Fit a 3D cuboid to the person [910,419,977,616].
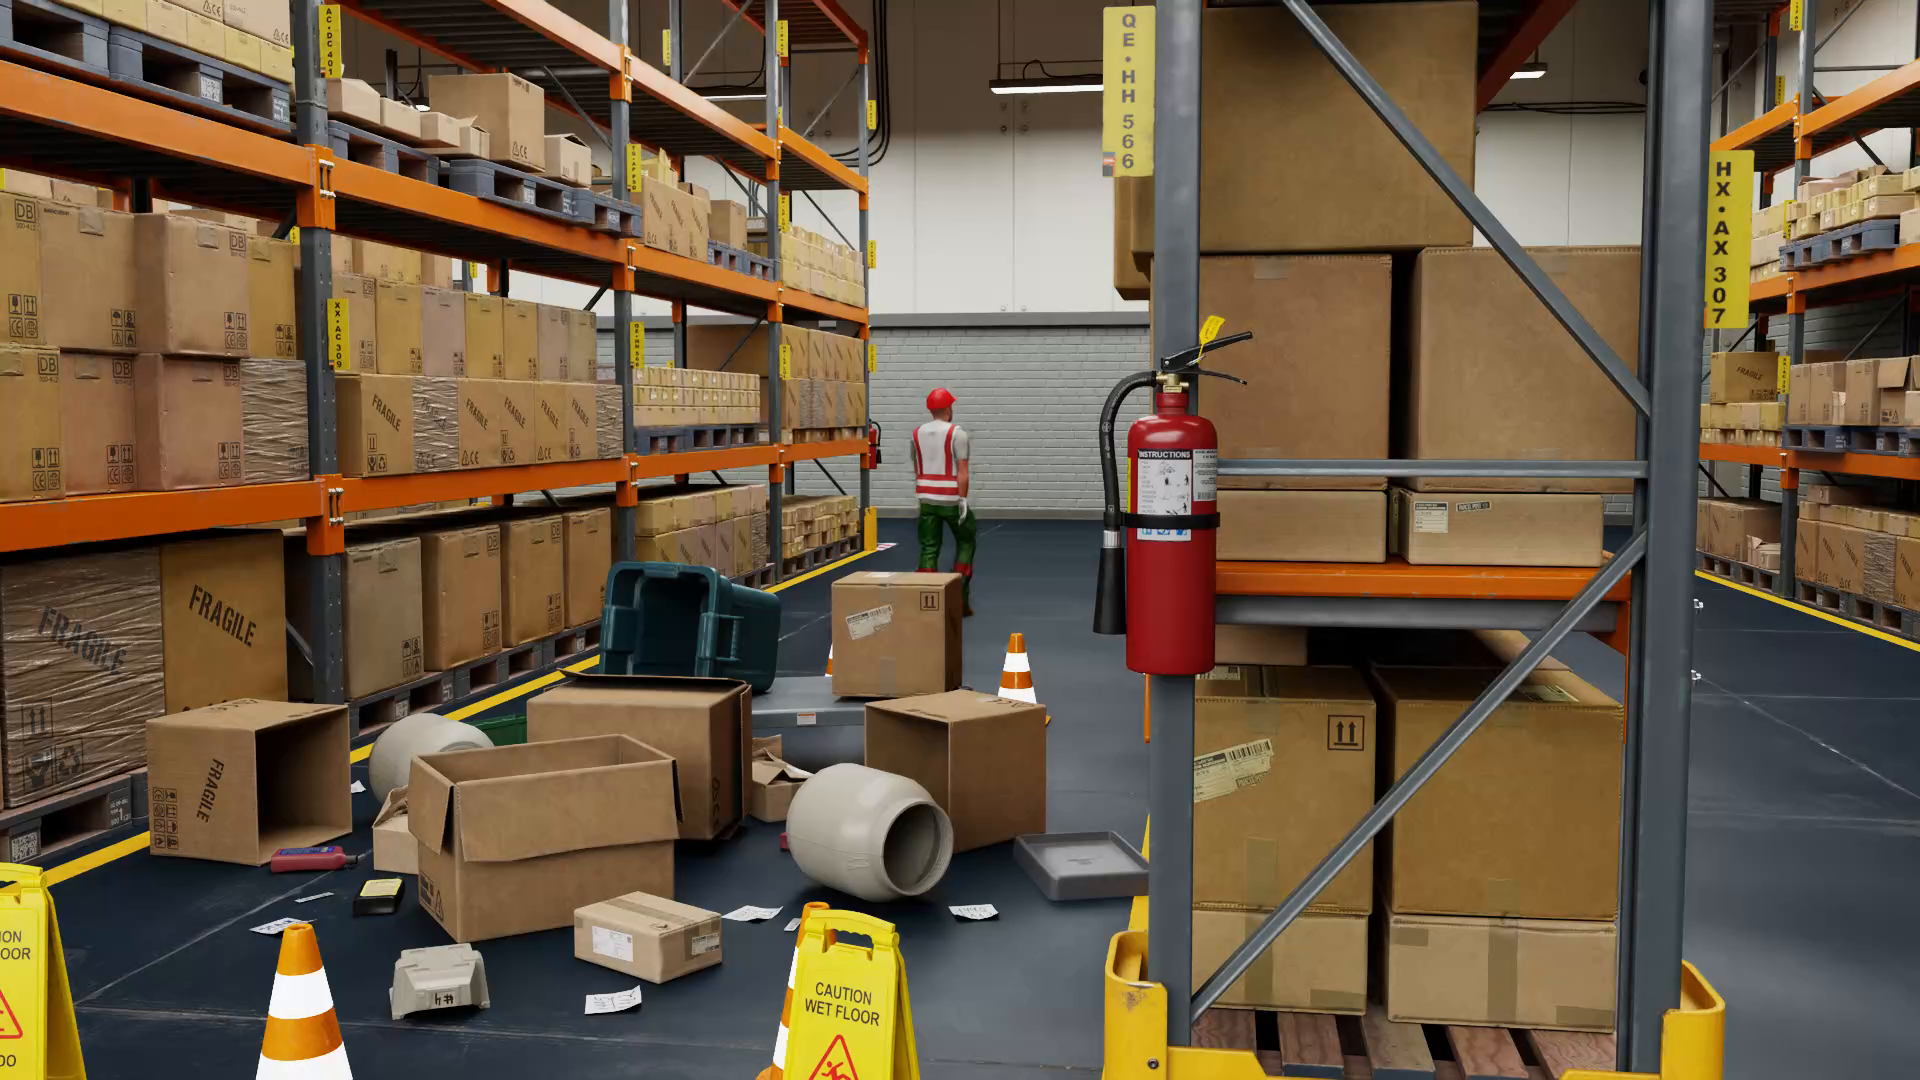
[{"bbox_3d":[-0.127,-0.148,13.069,0.537,1.600,0.592,2,5,24],"label":"person"}]
